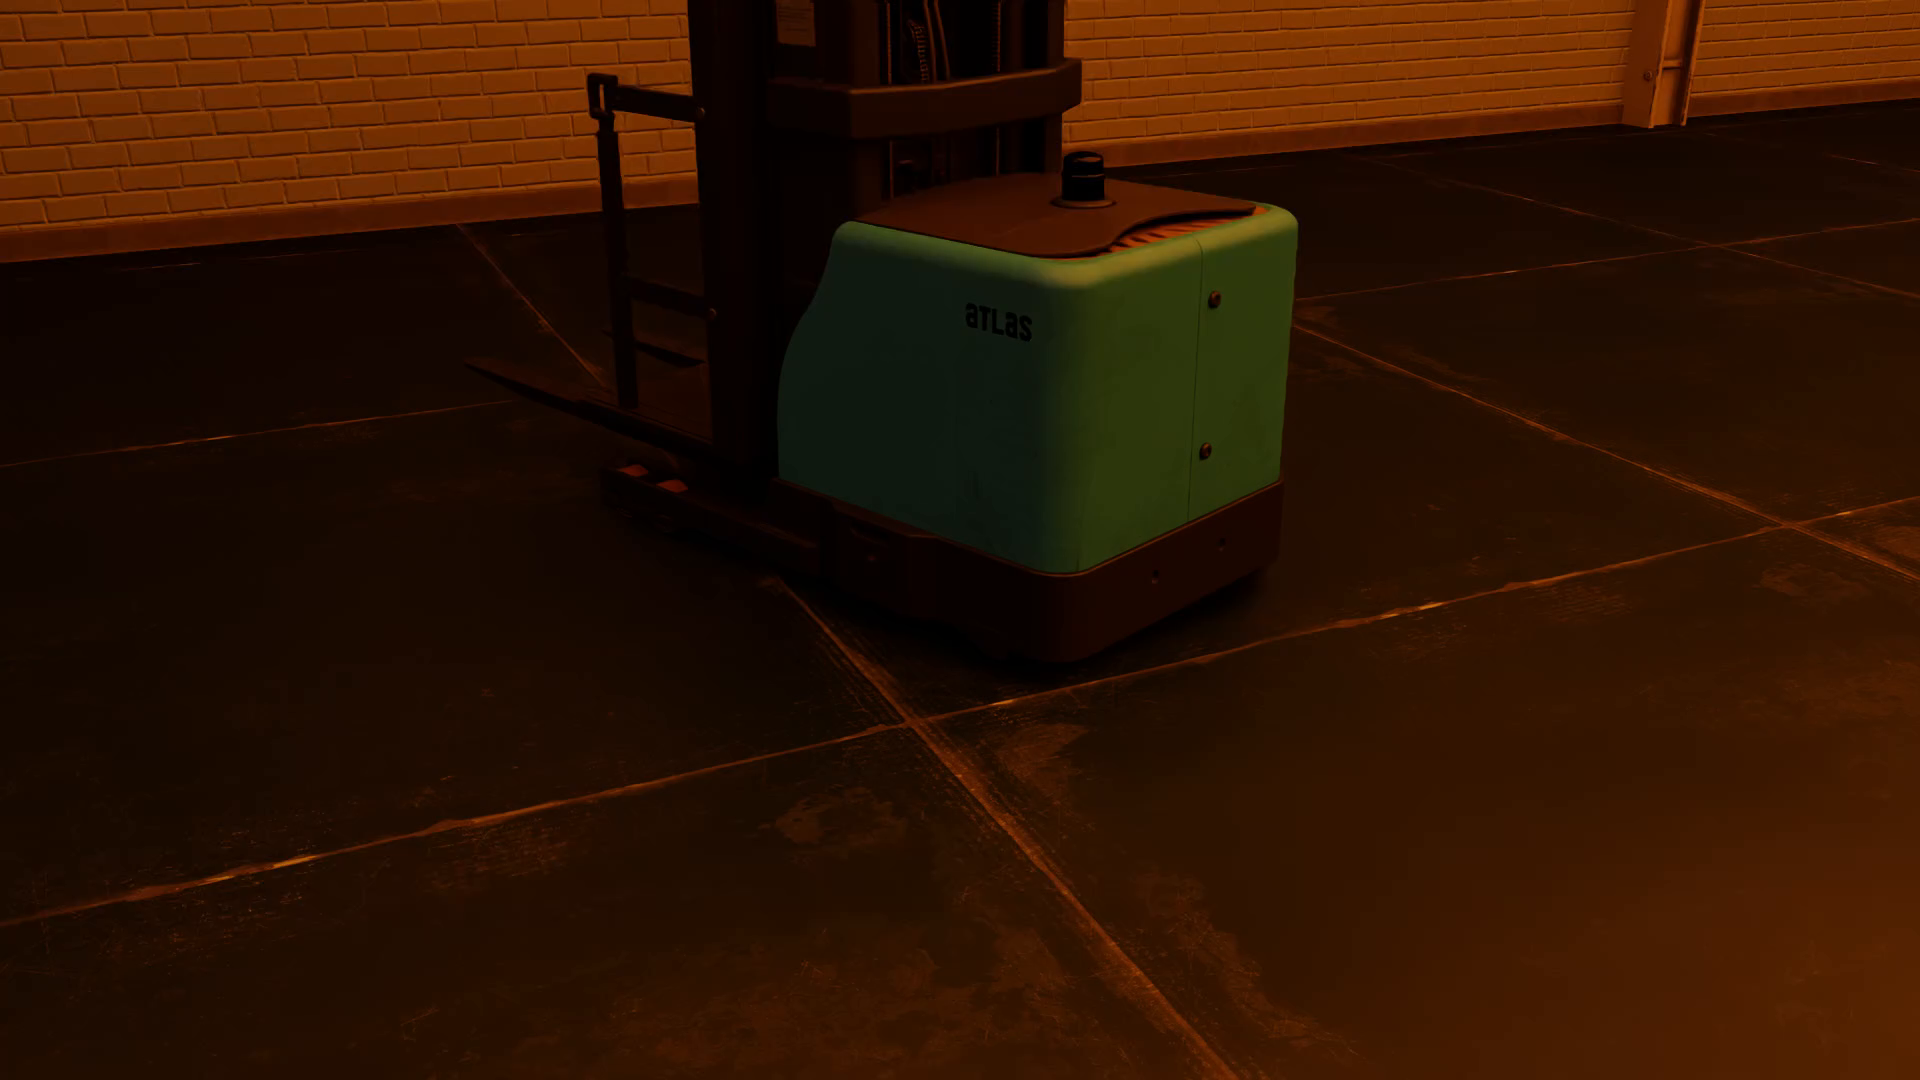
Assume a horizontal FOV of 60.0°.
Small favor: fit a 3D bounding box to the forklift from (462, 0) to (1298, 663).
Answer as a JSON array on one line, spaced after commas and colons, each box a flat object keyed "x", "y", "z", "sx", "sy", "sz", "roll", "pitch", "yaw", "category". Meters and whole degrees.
[{"x": -0.497, "y": -1.504, "z": 4.906, "sx": 3.031, "sy": 2.935, "sz": 1.130, "roll": 20, "pitch": 30, "yaw": 39, "category": "forklift"}]
